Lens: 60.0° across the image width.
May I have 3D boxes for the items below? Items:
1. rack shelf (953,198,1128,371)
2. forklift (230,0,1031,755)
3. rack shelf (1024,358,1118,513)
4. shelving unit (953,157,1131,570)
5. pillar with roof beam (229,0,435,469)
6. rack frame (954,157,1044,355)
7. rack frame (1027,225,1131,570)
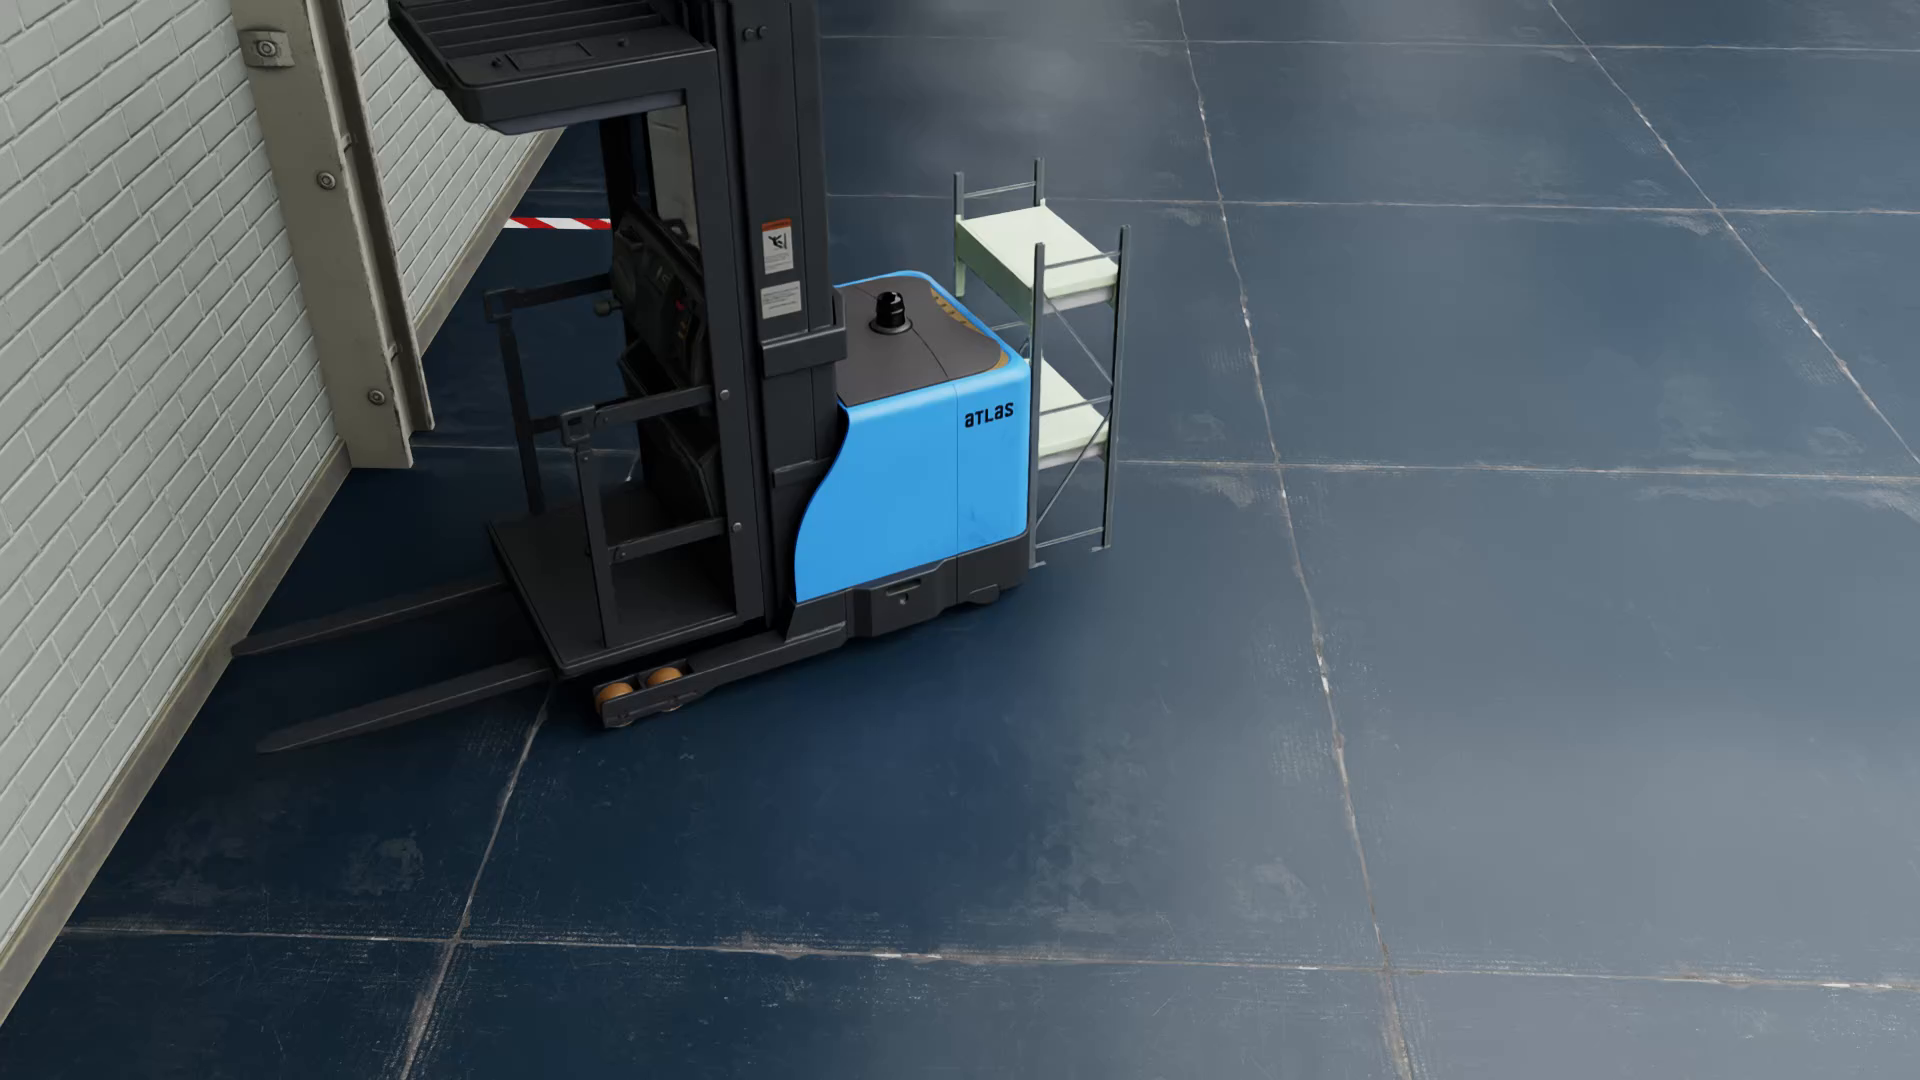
[{"bbox_3d":[0.314,-1.050,6.761,0.431,0.370,0.720,-15,38,-20],"label":"rack shelf"},{"bbox_3d":[-1.262,-0.843,5.901,3.031,2.935,1.130,-17,38,-22],"label":"forklift"},{"bbox_3d":[0.314,-0.464,7.172,0.431,0.370,0.720,-15,38,-20],"label":"rack shelf"},{"bbox_3d":[0.314,-0.730,6.985,0.431,1.500,0.755,-15,38,-20],"label":"shelving unit"},{"bbox_3d":[1.601,-4.032,5.161,9.100,9.000,0.400,1,35,2],"label":"pillar with roof beam"},{"bbox_3d":[0.163,-0.922,7.258,0.400,1.500,0.023,-15,38,-20],"label":"rack frame"},{"bbox_3d":[0.465,-0.539,6.712,0.400,1.500,0.023,-15,38,-20],"label":"rack frame"}]
